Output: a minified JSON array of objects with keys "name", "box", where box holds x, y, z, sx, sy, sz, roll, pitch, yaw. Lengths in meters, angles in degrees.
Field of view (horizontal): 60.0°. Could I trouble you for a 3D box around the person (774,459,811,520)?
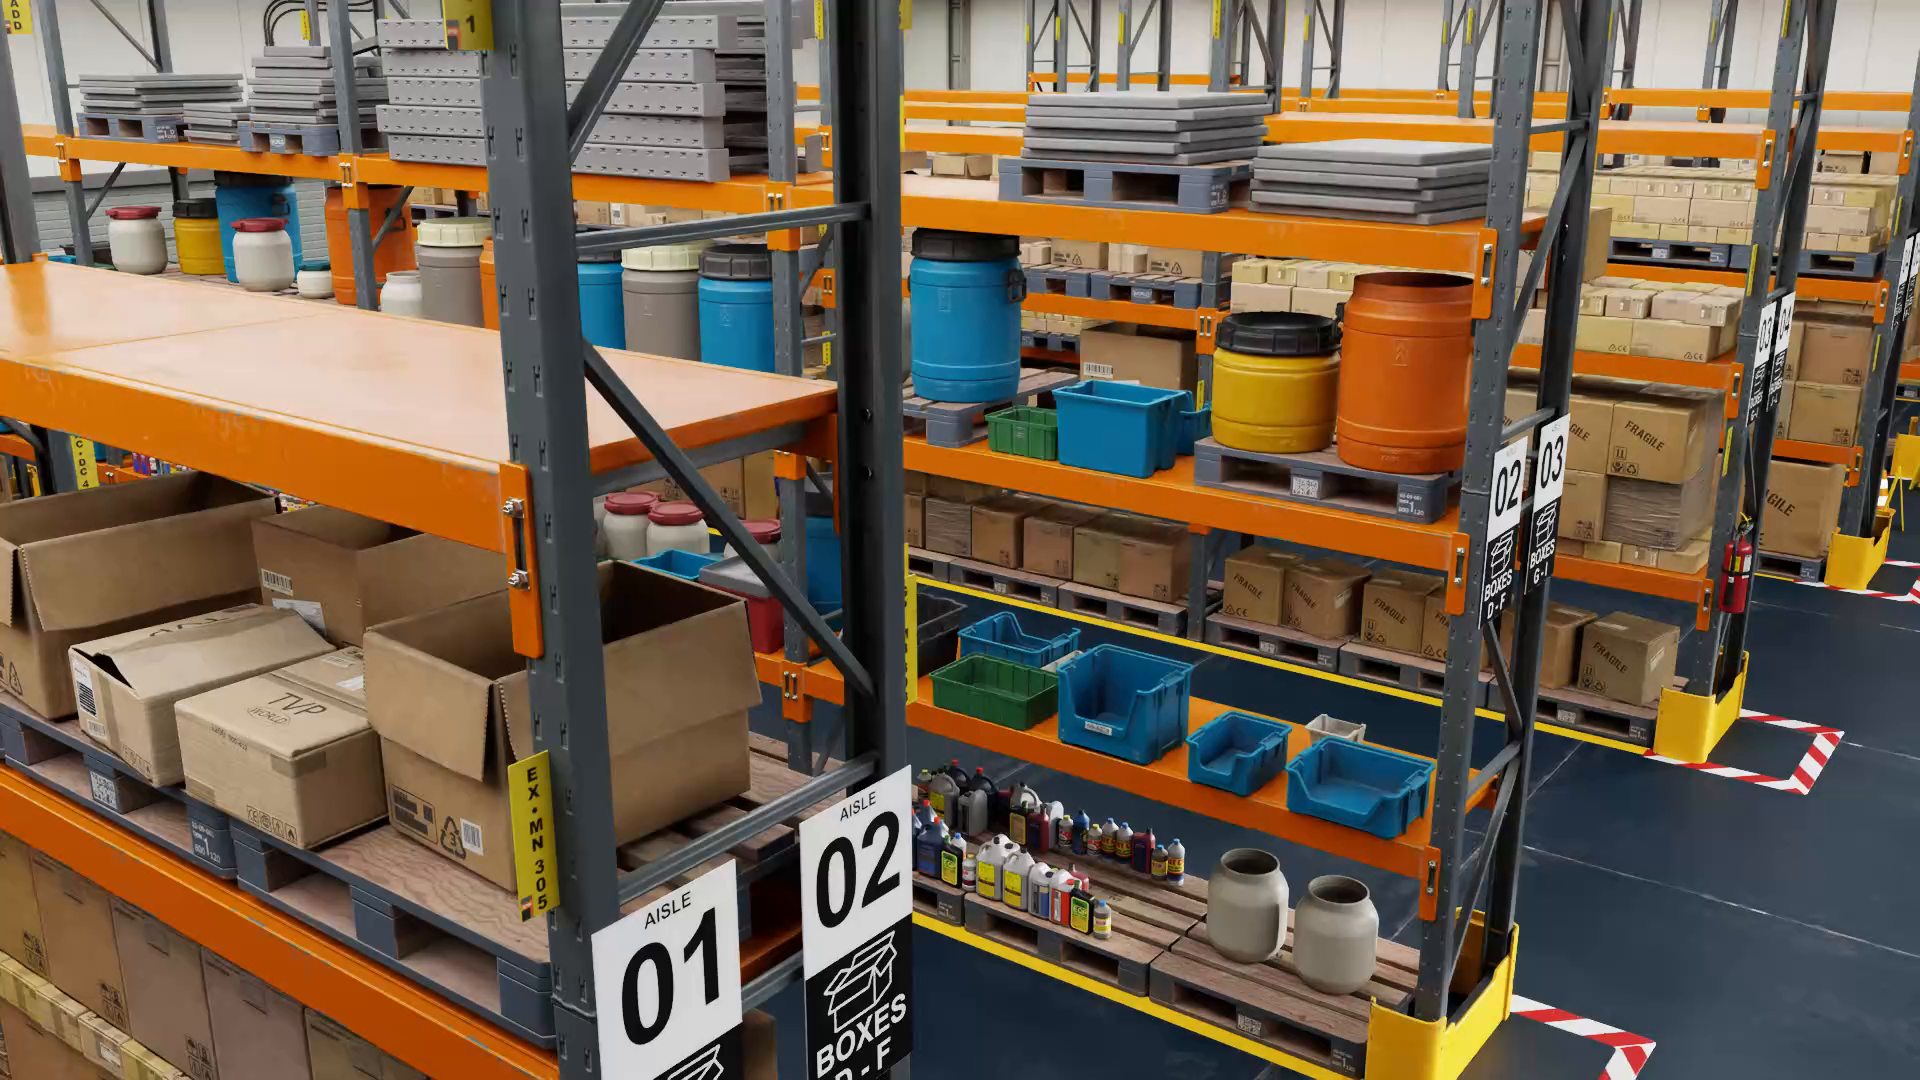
[{"name":"person","box":[-1.443,-0.173,14.503,0.349,1.585,0.503,11,20,33]}]
